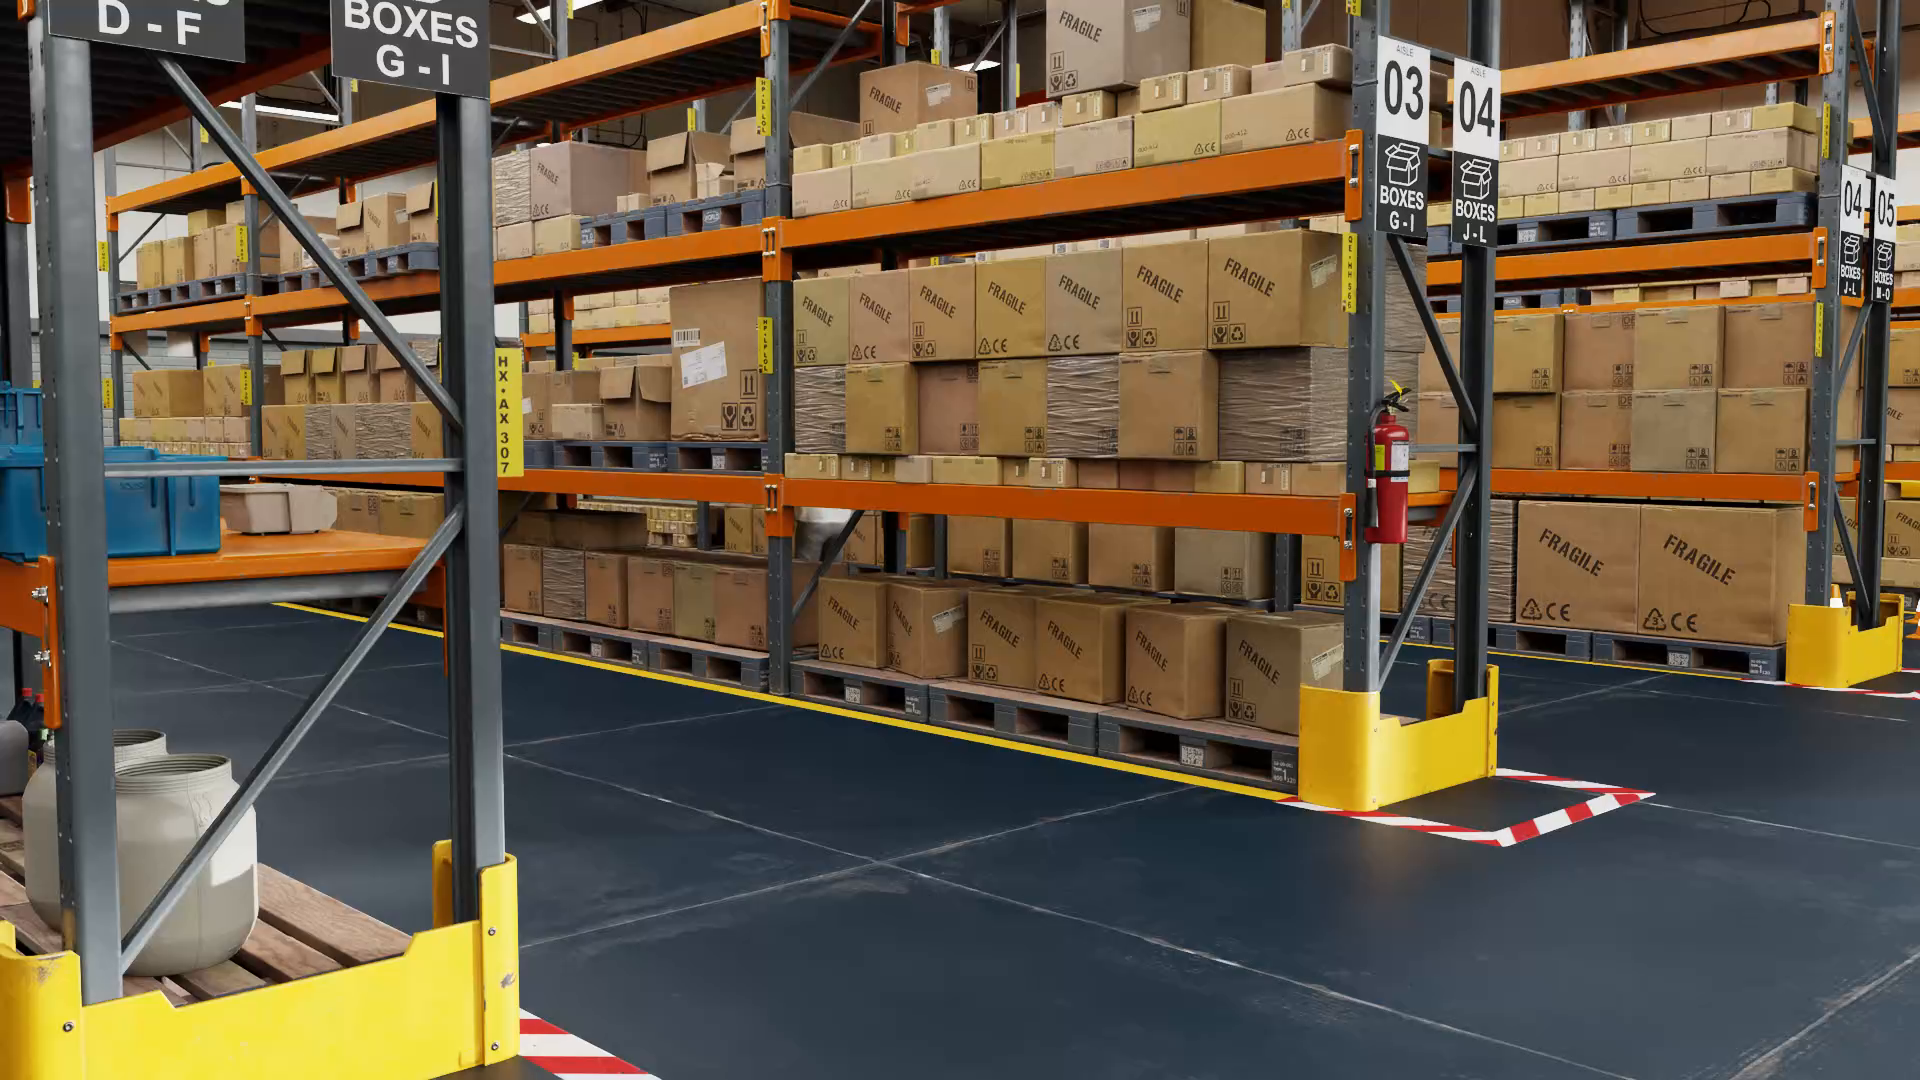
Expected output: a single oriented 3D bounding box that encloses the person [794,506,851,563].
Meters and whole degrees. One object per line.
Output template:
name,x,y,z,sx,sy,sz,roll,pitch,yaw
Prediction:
person,-1.102,-0.140,12.603,0.527,1.778,0.529,-4,5,-44
